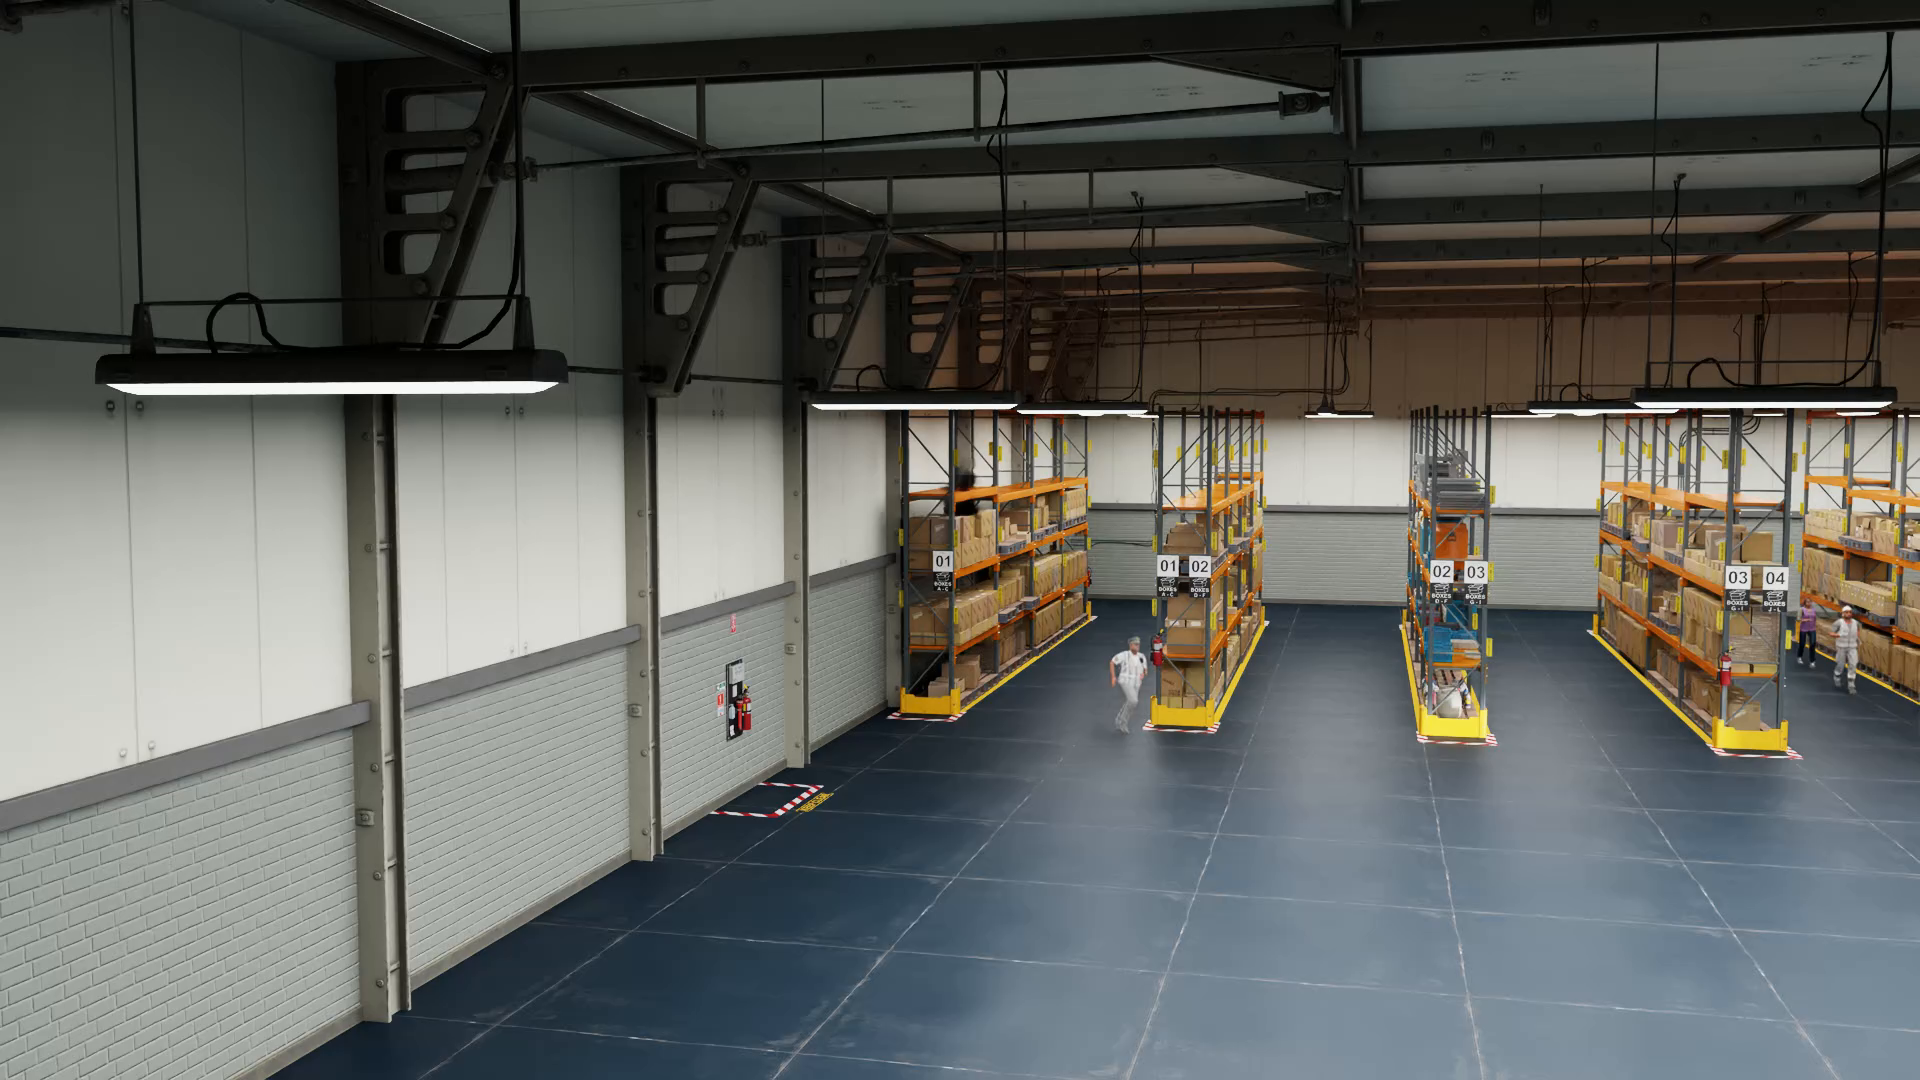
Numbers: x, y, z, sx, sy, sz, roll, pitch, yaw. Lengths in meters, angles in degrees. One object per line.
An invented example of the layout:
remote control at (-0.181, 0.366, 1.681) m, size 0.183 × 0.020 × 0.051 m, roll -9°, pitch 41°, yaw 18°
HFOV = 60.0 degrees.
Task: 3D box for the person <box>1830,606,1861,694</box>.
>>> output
person at (18.660, 2.283, 34.999) m, size 0.653 × 1.790 × 0.921 m, roll 1°, pitch 4°, yaw 12°

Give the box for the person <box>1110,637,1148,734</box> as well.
person at (3.164, 2.650, 30.592) m, size 0.663 × 1.735 × 0.665 m, roll -2°, pitch 5°, yaw -28°

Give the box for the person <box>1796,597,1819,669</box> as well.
person at (19.684, 2.139, 38.641) m, size 0.518 × 1.633 × 0.769 m, roll 1°, pitch 4°, yaw 13°
